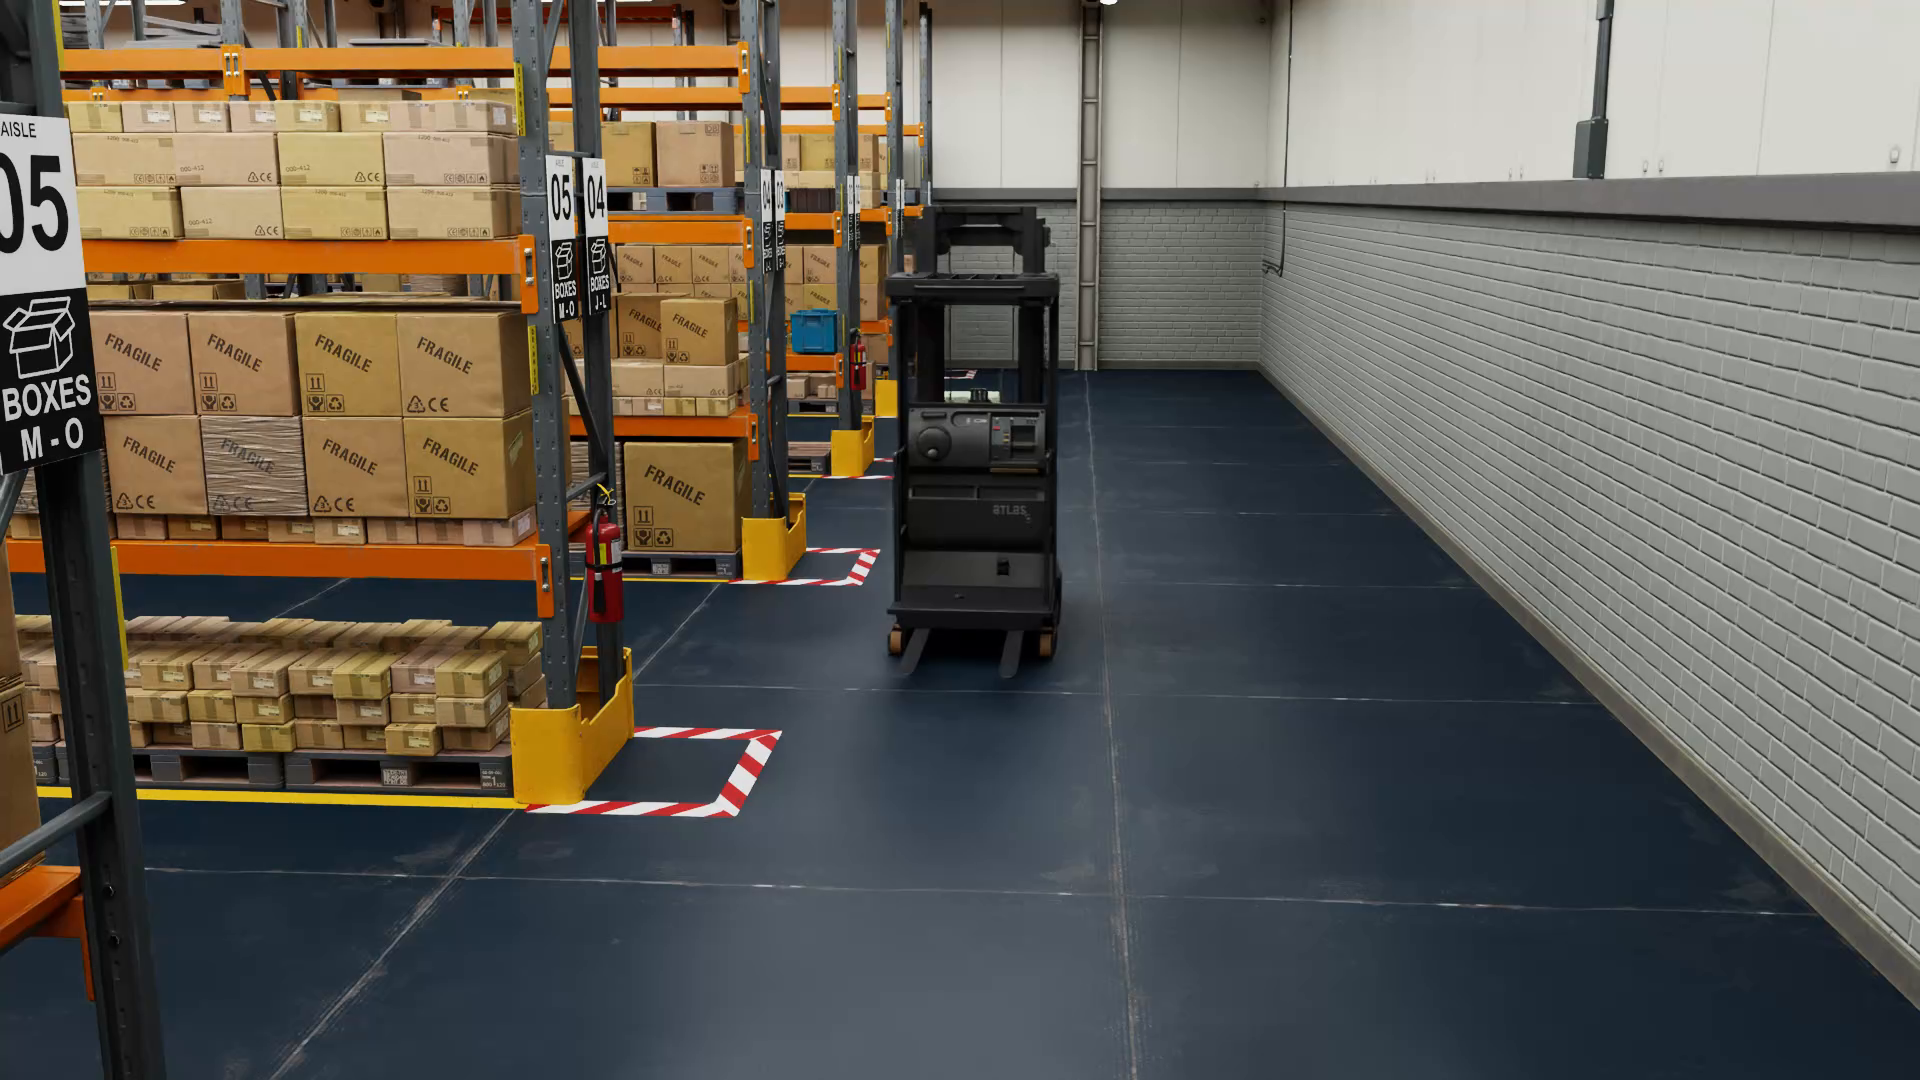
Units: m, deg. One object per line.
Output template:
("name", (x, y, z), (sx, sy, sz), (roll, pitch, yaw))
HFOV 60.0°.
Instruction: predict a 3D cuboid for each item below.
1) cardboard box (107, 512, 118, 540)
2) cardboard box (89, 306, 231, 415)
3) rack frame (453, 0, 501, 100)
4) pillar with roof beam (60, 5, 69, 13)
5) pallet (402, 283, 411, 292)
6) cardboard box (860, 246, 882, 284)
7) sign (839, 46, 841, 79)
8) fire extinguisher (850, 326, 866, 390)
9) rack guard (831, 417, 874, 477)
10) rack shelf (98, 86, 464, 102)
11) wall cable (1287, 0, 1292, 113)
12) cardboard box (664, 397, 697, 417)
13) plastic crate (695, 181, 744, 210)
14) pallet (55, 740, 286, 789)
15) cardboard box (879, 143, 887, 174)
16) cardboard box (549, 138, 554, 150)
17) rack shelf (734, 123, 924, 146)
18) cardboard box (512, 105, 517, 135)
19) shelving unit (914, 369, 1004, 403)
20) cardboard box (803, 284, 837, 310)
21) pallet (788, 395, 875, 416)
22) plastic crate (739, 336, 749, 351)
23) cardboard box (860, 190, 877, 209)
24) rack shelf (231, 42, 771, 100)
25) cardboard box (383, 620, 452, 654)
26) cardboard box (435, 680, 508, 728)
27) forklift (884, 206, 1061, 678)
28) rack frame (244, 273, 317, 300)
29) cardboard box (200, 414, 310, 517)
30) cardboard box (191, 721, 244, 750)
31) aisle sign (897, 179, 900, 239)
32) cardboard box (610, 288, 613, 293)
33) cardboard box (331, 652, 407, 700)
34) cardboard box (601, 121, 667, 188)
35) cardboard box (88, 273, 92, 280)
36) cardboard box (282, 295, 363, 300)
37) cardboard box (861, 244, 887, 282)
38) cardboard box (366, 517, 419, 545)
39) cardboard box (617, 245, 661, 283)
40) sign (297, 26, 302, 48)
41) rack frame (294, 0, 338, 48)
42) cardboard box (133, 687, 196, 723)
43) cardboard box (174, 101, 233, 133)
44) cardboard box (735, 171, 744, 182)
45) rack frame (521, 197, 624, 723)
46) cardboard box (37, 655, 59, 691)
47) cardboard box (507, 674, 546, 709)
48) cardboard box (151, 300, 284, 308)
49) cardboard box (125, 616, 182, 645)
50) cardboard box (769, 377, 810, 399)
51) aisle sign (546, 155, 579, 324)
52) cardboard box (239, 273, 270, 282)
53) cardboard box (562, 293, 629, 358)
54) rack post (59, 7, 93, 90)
("cardboard box", (-4.395, -0.105, 8.555), (0.250, 0.149, 0.380), (1, 12, 6))
("cardboard box", (-4.009, -0.910, 8.379), (0.500, 0.500, 0.500), (0, 12, 2))
("rack frame", (-5.210, -5.266, 17.967), (0.127, 3.000, 1.000), (1, 12, 4))
("pillar with roof beam", (-16.053, -6.742, 25.022), (0.548, 9.000, 9.100), (1, 12, 4))
("pallet", (-9.257, -4.303, 28.480), (1.003, 0.211, 1.213), (1, 12, 4))
("cardboard box", (-1.347, -3.775, 22.805), (0.500, 0.500, 0.500), (1, 12, 3))
("sign", (-1.240, -4.941, 17.200), (0.005, 0.325, 0.100), (1, 12, 4))
("fire extinguisher", (-1.099, -1.960, 17.912), (0.183, 0.674, 0.296), (1, 12, 4))
("rack guard", (-1.194, -1.054, 18.586), (0.348, 0.500, 1.175), (1, 12, 4))
("rack shelf", (-7.206, -4.746, 18.212), (4.000, 0.370, 1.077), (1, 12, 4))
("wall cable", (4.882, -7.485, 23.820), (0.112, 2.526, 3.097), (1, 12, 4))
("cardboard box", (-2.187, -1.081, 13.225), (0.250, 0.149, 0.380), (1, 12, 4))
("plastic crate", (-2.725, -3.790, 18.387), (0.767, 0.338, 0.504), (1, 12, 4))
("pallet", (-4.080, 1.077, 9.105), (1.213, 0.211, 1.003), (1, 12, 4))
("cardboard box", (-1.306, -6.270, 27.354), (0.500, 0.500, 0.500), (1, 12, 4))
("cardboard box", (-2.413, -1.950, 8.585), (0.500, 0.250, 0.500), (1, 12, 5))
("rack shelf", (-2.553, -6.715, 27.626), (4.000, 0.370, 1.077), (1, 12, 4))
("cardboard box", (-2.290, -2.137, 8.505), (0.250, 0.149, 0.380), (1, 12, 3))
("shelving unit", (-0.007, -0.734, 14.615), (0.755, 1.500, 0.431), (1, 12, 4))
("cardboard box", (-1.867, -3.293, 22.940), (0.500, 0.500, 0.500), (1, 12, 4))
("pallet", (-1.756, -1.934, 23.498), (1.213, 0.211, 1.003), (1, 12, 4))
("plastic crate", (-2.333, -2.157, 18.250), (0.243, 0.136, 0.396), (1, 12, 4))
("cardboard box", (-1.415, -4.635, 22.641), (0.500, 0.250, 0.500), (1, 12, 4))
("rack shelf", (-3.546, -3.679, 13.113), (4.000, 0.370, 1.077), (1, 12, 4))
("cardboard box", (-3.008, 0.562, 9.241), (0.250, 0.149, 0.380), (1, 12, 4))
("cardboard box", (-2.528, 0.844, 8.619), (0.250, 0.149, 0.380), (0, 12, 2))
("forklift", (0.099, -0.721, 11.056), (1.130, 2.935, 3.031), (1, 12, 5))
("rack frame", (-5.541, -1.318, 13.744), (0.127, 3.000, 1.000), (1, 12, 4))
("cardboard box", (-3.468, -0.413, 8.445), (0.500, 0.500, 0.500), (1, 12, 4))
("cardboard box", (-3.820, 0.970, 8.740), (0.250, 0.149, 0.380), (1, 12, 5))
("aisle sign", (-0.837, -4.496, 22.587), (0.004, 0.787, 0.394), (1, 12, 4))
("cardboard box", (-5.920, -4.207, 28.121), (0.250, 0.149, 0.380), (1, 12, 4))
("cardboard box", (-3.041, 0.699, 8.585), (0.250, 0.149, 0.380), (1, 12, 2))
("cardboard box", (-2.626, -3.064, 13.248), (0.500, 0.500, 0.700), (0, 12, 2))
("cardboard box", (-15.058, -4.737, 28.571), (0.500, 0.500, 0.500), (0, 12, 2))
("cardboard box", (-5.080, -1.699, 13.371), (0.500, 0.500, 0.500), (1, 12, 4))
("cardboard box", (-1.310, -3.885, 23.331), (0.500, 0.500, 0.500), (1, 12, 5))
("cardboard box", (-2.823, -0.087, 8.470), (0.250, 0.149, 0.380), (1, 12, 3))
("cardboard box", (-4.424, -3.816, 23.000), (0.500, 0.500, 0.500), (1, 12, 5))
("sign", (-8.900, -6.754, 22.412), (0.005, 0.325, 0.100), (1, 12, 4))
("rack frame", (-8.867, -6.333, 23.066), (0.127, 3.000, 1.000), (1, 12, 4))
("cardboard box", (-4.095, 0.827, 8.698), (0.250, 0.149, 0.380), (1, 12, 4))
("cardboard box", (-3.609, -2.055, 8.110), (0.250, 0.149, 0.380), (1, 12, 5))
("cardboard box", (-2.911, -4.902, 22.693), (0.500, 0.250, 0.500), (1, 12, 4))
("rack frame", (-1.982, -0.252, 8.645), (0.127, 3.000, 1.000), (1, 12, 4))
("cardboard box", (-4.607, 0.668, 8.734), (0.250, 0.149, 0.380), (1, 12, 5))
("cardboard box", (-2.484, 0.866, 9.241), (0.250, 0.149, 0.380), (1, 12, 5))
("cardboard box", (-3.943, -1.019, 8.903), (0.500, 0.500, 0.500), (0, 12, 2))
("cardboard box", (-4.565, 0.546, 9.317), (0.250, 0.149, 0.380), (0, 12, 1))
("cardboard box", (-2.389, -2.133, 23.280), (0.500, 0.250, 0.500), (1, 12, 4))
("aisle sign", (-1.930, -1.462, 8.081), (0.004, 0.787, 0.394), (1, 12, 4))
("cardboard box", (-12.025, -4.714, 28.658), (0.500, 0.500, 0.700), (1, 12, 4))
("cardboard box", (-3.027, -1.777, 13.746), (0.500, 0.500, 0.500), (0, 12, 2))
("rack post", (-11.222, -5.464, 18.425), (3.121, 1.000, 1.013), (1, 12, 4))
